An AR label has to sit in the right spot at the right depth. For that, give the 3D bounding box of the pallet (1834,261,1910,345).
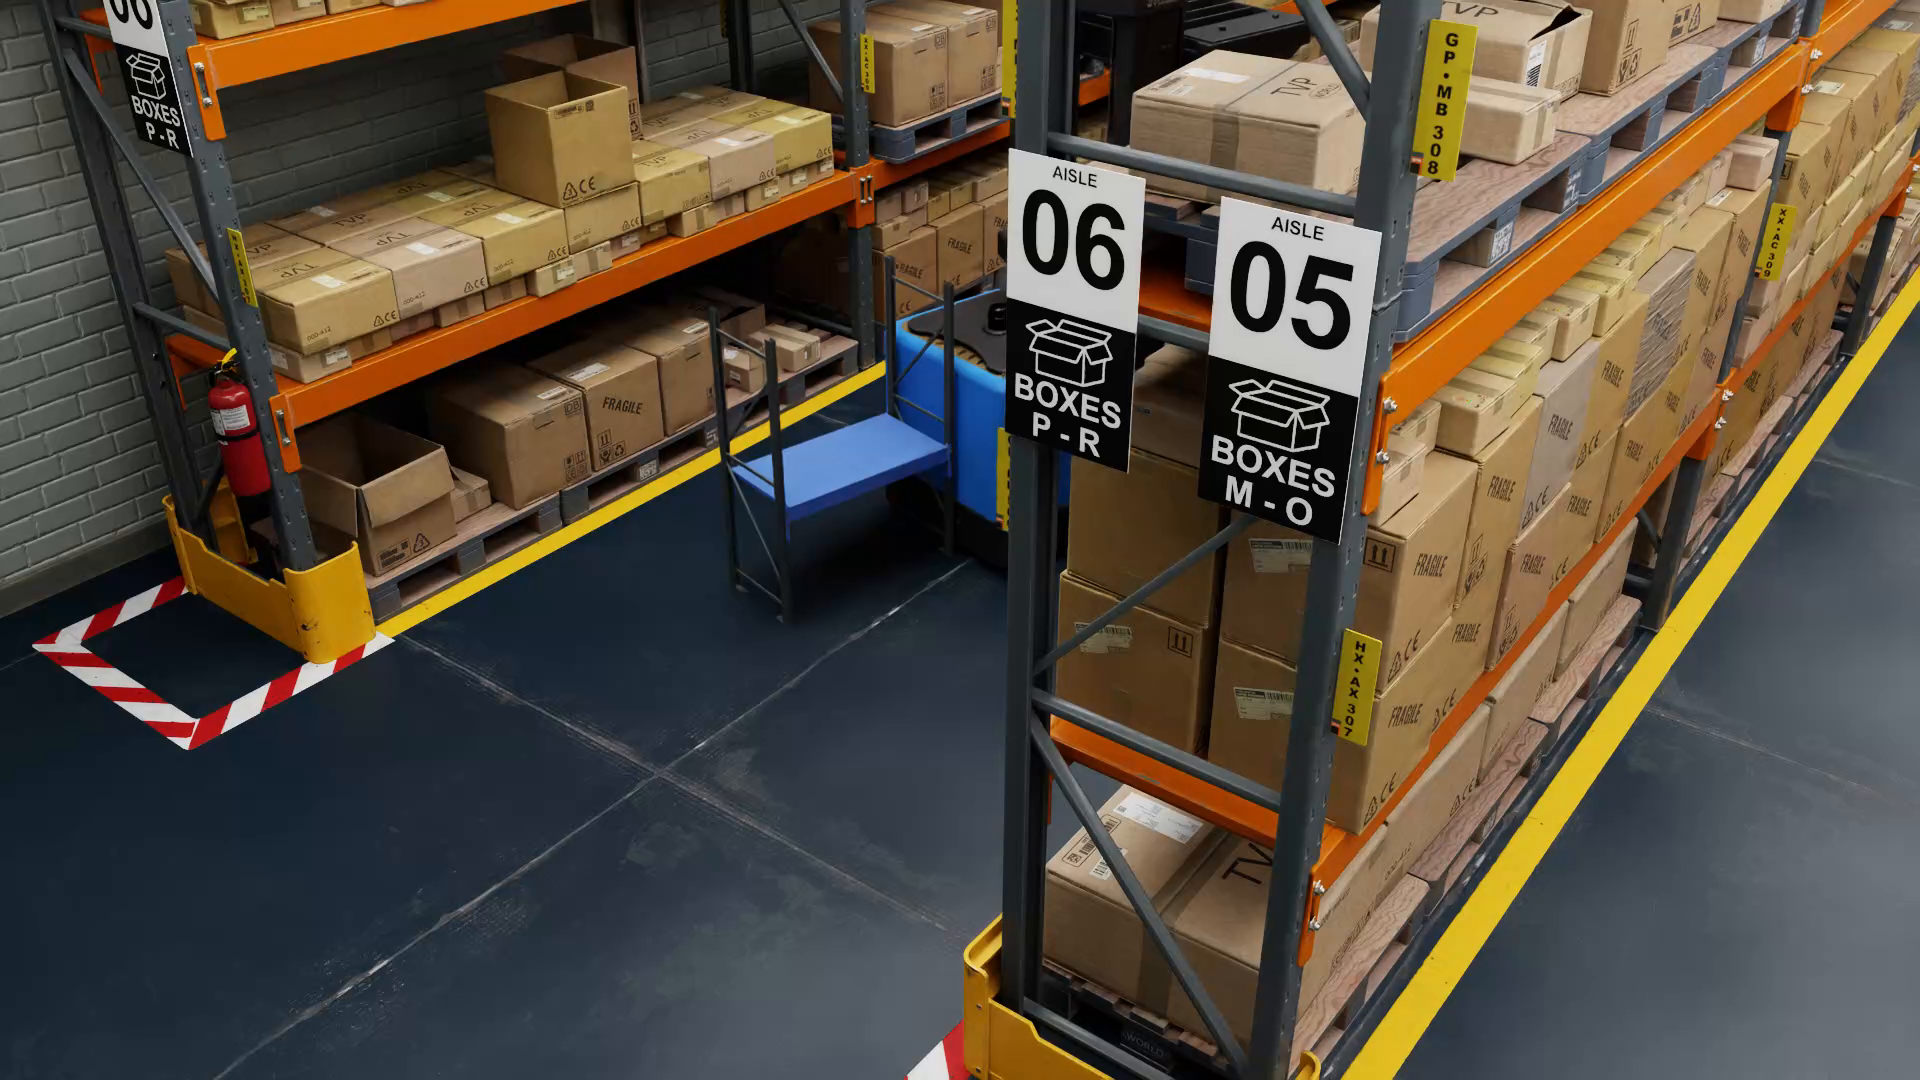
[{"bbox_3d":[5.872,-1.758,11.509,1.003,0.211,1.213,21,37,31],"label":"pallet"}]

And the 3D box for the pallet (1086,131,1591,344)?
[{"bbox_3d":[1.010,-0.945,4.548,1.003,0.211,1.213,21,37,31],"label":"pallet"}]

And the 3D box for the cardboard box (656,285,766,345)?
[{"bbox_3d":[-1.562,-1.369,10.342,0.500,0.311,0.500,23,37,33],"label":"cardboard box"}]

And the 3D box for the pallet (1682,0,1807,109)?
[{"bbox_3d":[2.483,-1.937,6.221,1.003,0.211,1.213,21,37,31],"label":"pallet"}]

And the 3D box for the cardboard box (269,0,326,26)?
[{"bbox_3d":[-2.874,-2.269,6.941,0.380,0.149,0.250,22,37,32],"label":"cardboard box"}]

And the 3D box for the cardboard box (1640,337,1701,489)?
[{"bbox_3d":[2.603,-0.579,6.687,0.500,0.500,0.500,20,36,30],"label":"cardboard box"}]

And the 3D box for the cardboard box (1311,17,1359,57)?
[{"bbox_3d":[3.074,-4.423,15.188,0.875,0.625,0.625,21,36,31],"label":"cardboard box"}]

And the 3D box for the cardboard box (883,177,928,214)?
[{"bbox_3d":[-0.427,-2.237,10.694,0.380,0.149,0.250,19,36,29],"label":"cardboard box"}]

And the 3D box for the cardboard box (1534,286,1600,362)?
[{"bbox_3d":[1.800,-0.722,5.312,0.380,0.149,0.250,21,37,32],"label":"cardboard box"}]

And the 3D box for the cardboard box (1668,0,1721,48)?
[{"bbox_3d":[2.197,-2.015,5.654,0.797,0.503,0.637,24,38,35],"label":"cardboard box"}]

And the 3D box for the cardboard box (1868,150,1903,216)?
[{"bbox_3d":[5.005,-2.078,9.461,0.500,0.250,0.500,22,37,32],"label":"cardboard box"}]

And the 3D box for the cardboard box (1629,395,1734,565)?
[{"bbox_3d":[3.295,-0.558,8.421,0.875,0.875,0.875,22,37,33],"label":"cardboard box"}]

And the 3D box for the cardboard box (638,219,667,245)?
[{"bbox_3d":[-1.800,-1.718,8.953,0.380,0.149,0.250,22,37,32],"label":"cardboard box"}]

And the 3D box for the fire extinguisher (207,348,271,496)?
[{"bbox_3d":[-3.109,-0.519,7.125,0.296,0.674,0.183,21,37,31],"label":"fire extinguisher"}]

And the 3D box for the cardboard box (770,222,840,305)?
[{"bbox_3d":[-0.914,-1.936,11.115,0.500,0.500,0.500,21,37,31],"label":"cardboard box"}]

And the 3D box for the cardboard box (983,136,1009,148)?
[{"bbox_3d":[0.139,-2.892,12.092,0.380,0.149,0.250,21,37,32],"label":"cardboard box"}]

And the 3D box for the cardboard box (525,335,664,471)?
[{"bbox_3d":[-1.999,-0.759,9.128,0.500,0.500,0.500,22,37,32],"label":"cardboard box"}]

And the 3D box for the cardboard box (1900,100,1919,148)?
[{"bbox_3d":[5.310,-2.516,9.709,0.500,0.250,0.500,21,37,31],"label":"cardboard box"}]

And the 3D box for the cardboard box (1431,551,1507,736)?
[{"bbox_3d":[1.372,0.248,5.292,0.500,0.500,0.500,21,36,31],"label":"cardboard box"}]

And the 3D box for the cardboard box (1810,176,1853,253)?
[{"bbox_3d":[4.094,-1.674,8.290,0.500,0.250,0.500,22,37,32],"label":"cardboard box"}]

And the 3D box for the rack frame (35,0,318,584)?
[{"bbox_3d":[-3.389,-0.914,7.351,1.000,3.000,0.127,21,37,31],"label":"rack frame"}]

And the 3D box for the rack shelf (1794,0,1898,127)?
[{"bbox_3d":[4.192,-2.808,8.310,1.077,0.370,4.000,21,37,31],"label":"rack shelf"}]

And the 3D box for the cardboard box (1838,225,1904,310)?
[{"bbox_3d":[5.749,-1.917,11.208,0.950,0.372,0.625,18,35,28],"label":"cardboard box"}]

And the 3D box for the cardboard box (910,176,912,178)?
[{"bbox_3d":[-0.554,-2.485,11.405,0.380,0.149,0.250,19,36,29],"label":"cardboard box"}]

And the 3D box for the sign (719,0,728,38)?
[{"bbox_3d":[-1.419,-3.208,10.085,0.100,0.325,0.005,21,37,31],"label":"sign"}]

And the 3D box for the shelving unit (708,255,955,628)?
[{"bbox_3d":[-0.589,-0.489,8.105,1.048,1.500,0.538,-23,38,-33],"label":"shelving unit"}]

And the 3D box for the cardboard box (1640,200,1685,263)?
[{"bbox_3d":[2.388,-1.150,6.033,0.380,0.149,0.250,21,36,31],"label":"cardboard box"}]

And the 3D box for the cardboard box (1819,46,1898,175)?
[{"bbox_3d":[4.377,-2.208,8.455,0.500,0.500,0.500,20,36,31],"label":"cardboard box"}]

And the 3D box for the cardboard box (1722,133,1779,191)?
[{"bbox_3d":[3.053,-1.543,6.697,0.380,0.149,0.250,20,36,30],"label":"cardboard box"}]

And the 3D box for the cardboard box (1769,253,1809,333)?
[{"bbox_3d":[3.772,-1.258,8.078,0.500,0.250,0.500,20,36,30],"label":"cardboard box"}]

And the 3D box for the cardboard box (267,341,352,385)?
[{"bbox_3d":[-2.972,-0.856,7.498,0.380,0.149,0.250,21,36,31],"label":"cardboard box"}]

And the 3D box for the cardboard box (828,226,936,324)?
[{"bbox_3d":[-0.503,-1.773,10.839,0.500,0.500,0.500,23,38,33],"label":"cardboard box"}]

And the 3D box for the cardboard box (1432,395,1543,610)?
[{"bbox_3d":[1.394,-0.181,5.035,0.500,0.500,0.500,20,36,30],"label":"cardboard box"}]

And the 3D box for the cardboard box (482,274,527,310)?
[{"bbox_3d":[-2.367,-1.284,8.221,0.380,0.149,0.250,22,37,32],"label":"cardboard box"}]

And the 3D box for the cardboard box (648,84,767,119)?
[{"bbox_3d":[-1.489,-2.486,9.857,0.500,0.250,0.500,21,36,31],"label":"cardboard box"}]

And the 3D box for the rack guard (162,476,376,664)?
[{"bbox_3d":[-3.343,0.130,8.040,1.175,0.500,0.348,21,37,31],"label":"rack guard"}]

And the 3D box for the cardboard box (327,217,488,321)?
[{"bbox_3d":[-2.596,-1.284,7.830,0.500,0.250,0.500,22,37,32],"label":"cardboard box"}]

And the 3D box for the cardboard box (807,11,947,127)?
[{"bbox_3d":[-0.504,-2.892,10.177,0.700,0.500,0.500,22,37,32],"label":"cardboard box"}]

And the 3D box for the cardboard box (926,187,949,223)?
[{"bbox_3d":[-0.295,-2.233,10.979,0.380,0.149,0.250,19,36,29],"label":"cardboard box"}]

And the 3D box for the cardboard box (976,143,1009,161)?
[{"bbox_3d":[0.332,-2.657,11.695,0.380,0.149,0.250,21,37,31],"label":"cardboard box"}]

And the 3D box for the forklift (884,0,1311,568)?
[{"bbox_3d":[1.052,-1.736,8.805,3.031,2.935,1.130,-23,38,-33],"label":"forklift"}]

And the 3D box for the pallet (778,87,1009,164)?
[{"bbox_3d":[-0.405,-2.749,10.635,1.003,0.211,1.213,21,37,31],"label":"pallet"}]

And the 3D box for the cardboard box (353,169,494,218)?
[{"bbox_3d":[-2.708,-1.656,8.457,0.500,0.250,0.500,22,37,33],"label":"cardboard box"}]

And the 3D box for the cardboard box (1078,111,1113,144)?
[{"bbox_3d":[1.010,-3.058,12.371,0.380,0.149,0.250,20,36,30],"label":"cardboard box"}]

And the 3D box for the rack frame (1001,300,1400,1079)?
[{"bbox_3d":[0.570,0.612,4.776,1.000,3.000,0.127,21,37,31],"label":"rack frame"}]

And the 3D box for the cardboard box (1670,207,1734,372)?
[{"bbox_3d":[2.608,-1.007,6.428,0.500,0.500,0.500,21,36,31],"label":"cardboard box"}]

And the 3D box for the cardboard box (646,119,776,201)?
[{"bbox_3d":[-1.378,-2.114,9.229,0.500,0.250,0.500,21,37,31],"label":"cardboard box"}]

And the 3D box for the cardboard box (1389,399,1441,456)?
[{"bbox_3d":[1.107,-0.328,4.647,0.380,0.149,0.250,22,37,32],"label":"cardboard box"}]

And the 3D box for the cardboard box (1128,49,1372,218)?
[{"bbox_3d":[0.770,-1.049,4.272,0.500,0.250,0.500,18,35,27],"label":"cardboard box"}]

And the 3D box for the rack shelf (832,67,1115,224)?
[{"bbox_3d":[0.233,-3.044,11.649,1.077,0.370,4.000,21,37,31],"label":"rack shelf"}]

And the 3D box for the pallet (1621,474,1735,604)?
[{"bbox_3d":[3.391,-0.151,8.799,1.003,0.211,1.213,21,37,31],"label":"pallet"}]

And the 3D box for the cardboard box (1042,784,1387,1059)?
[{"bbox_3d":[0.889,1.234,5.827,0.875,0.438,0.875,20,36,30],"label":"cardboard box"}]

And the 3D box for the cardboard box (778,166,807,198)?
[{"bbox_3d":[-1.106,-2.112,9.619,0.380,0.149,0.250,22,37,33],"label":"cardboard box"}]

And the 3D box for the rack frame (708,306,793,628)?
[{"bbox_3d":[-0.980,-0.323,7.824,0.032,1.500,0.500,-23,38,-33],"label":"rack frame"}]

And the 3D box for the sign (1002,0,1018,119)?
[{"bbox_3d":[0.146,-1.198,4.097,0.100,0.325,0.005,21,37,31],"label":"sign"}]
